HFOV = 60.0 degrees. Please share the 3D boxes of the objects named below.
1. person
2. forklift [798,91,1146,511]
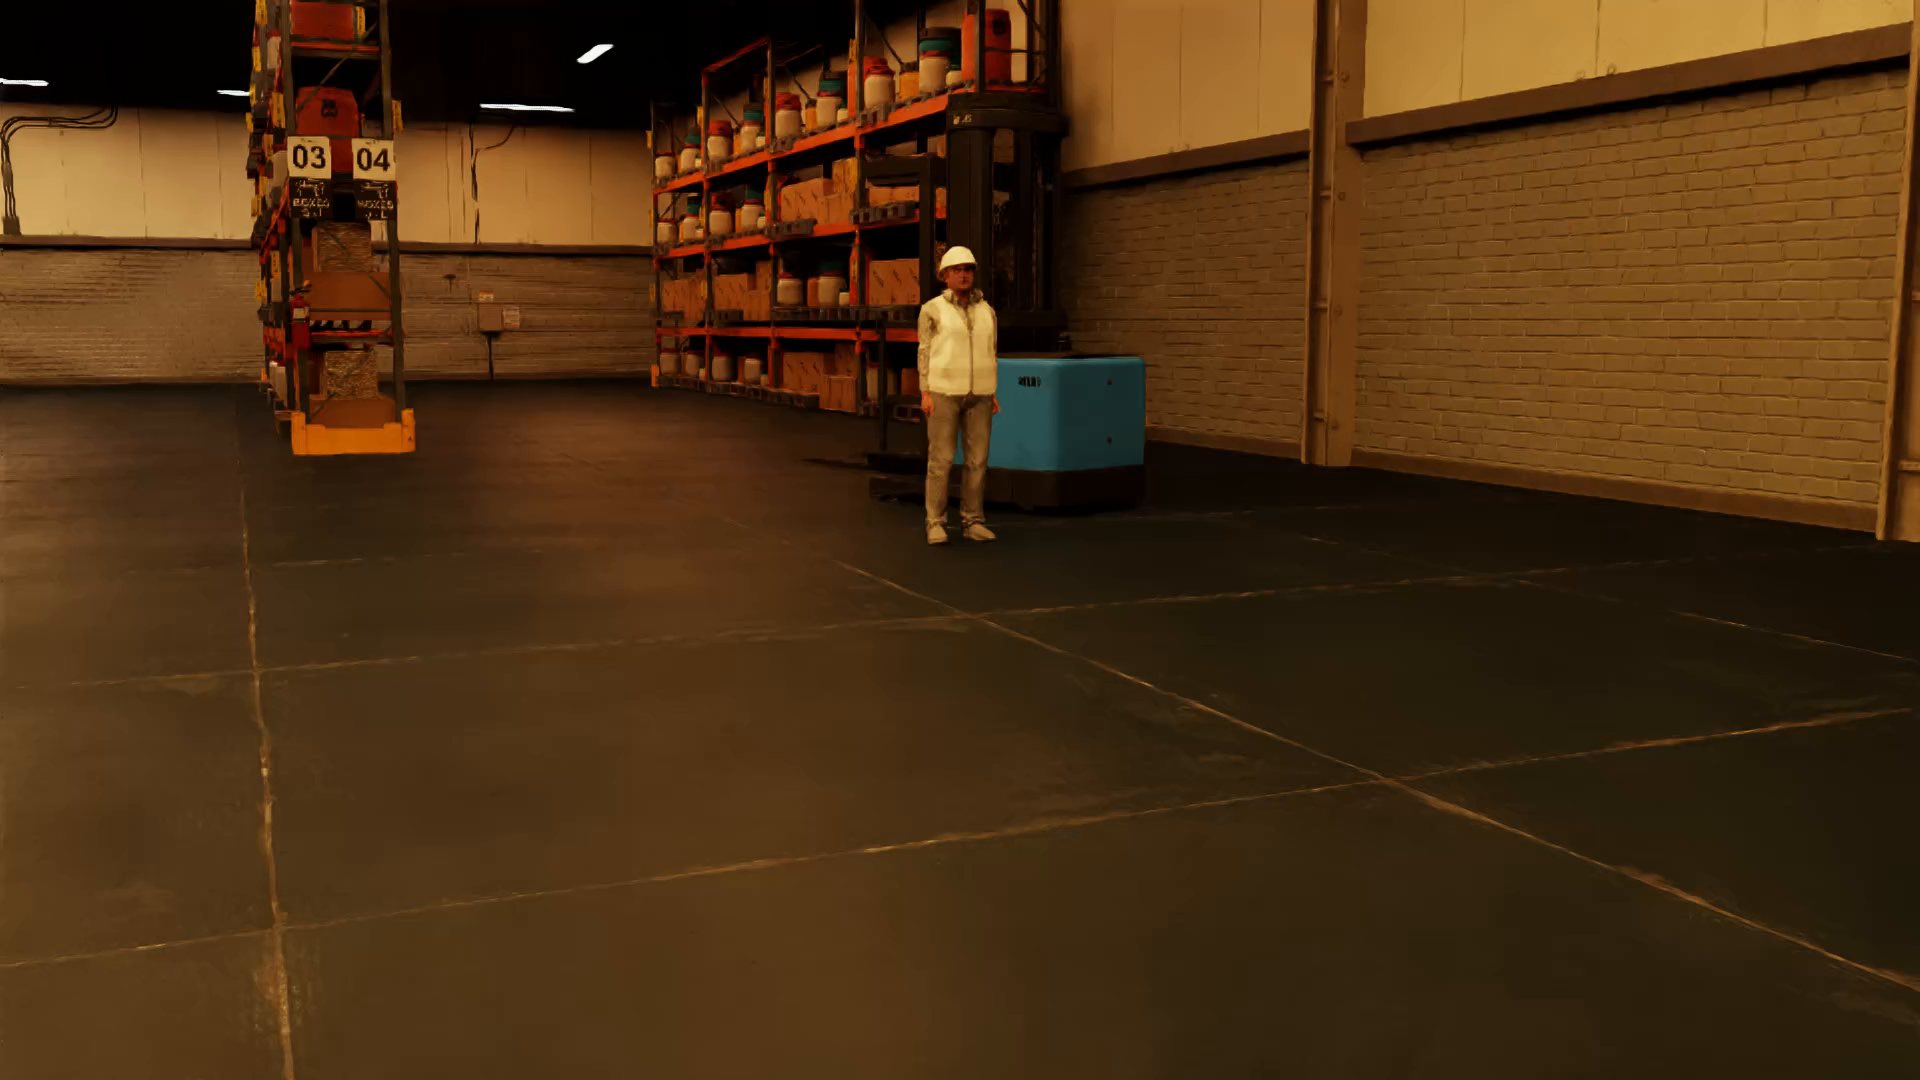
[{"bbox_3d":[0.005,-0.878,10.032,0.529,1.776,0.356,-3,8,-23],"label":"person"},{"bbox_3d":[-0.040,-1.792,12.531,1.130,2.935,3.031,-7,10,-43],"label":"forklift"}]
